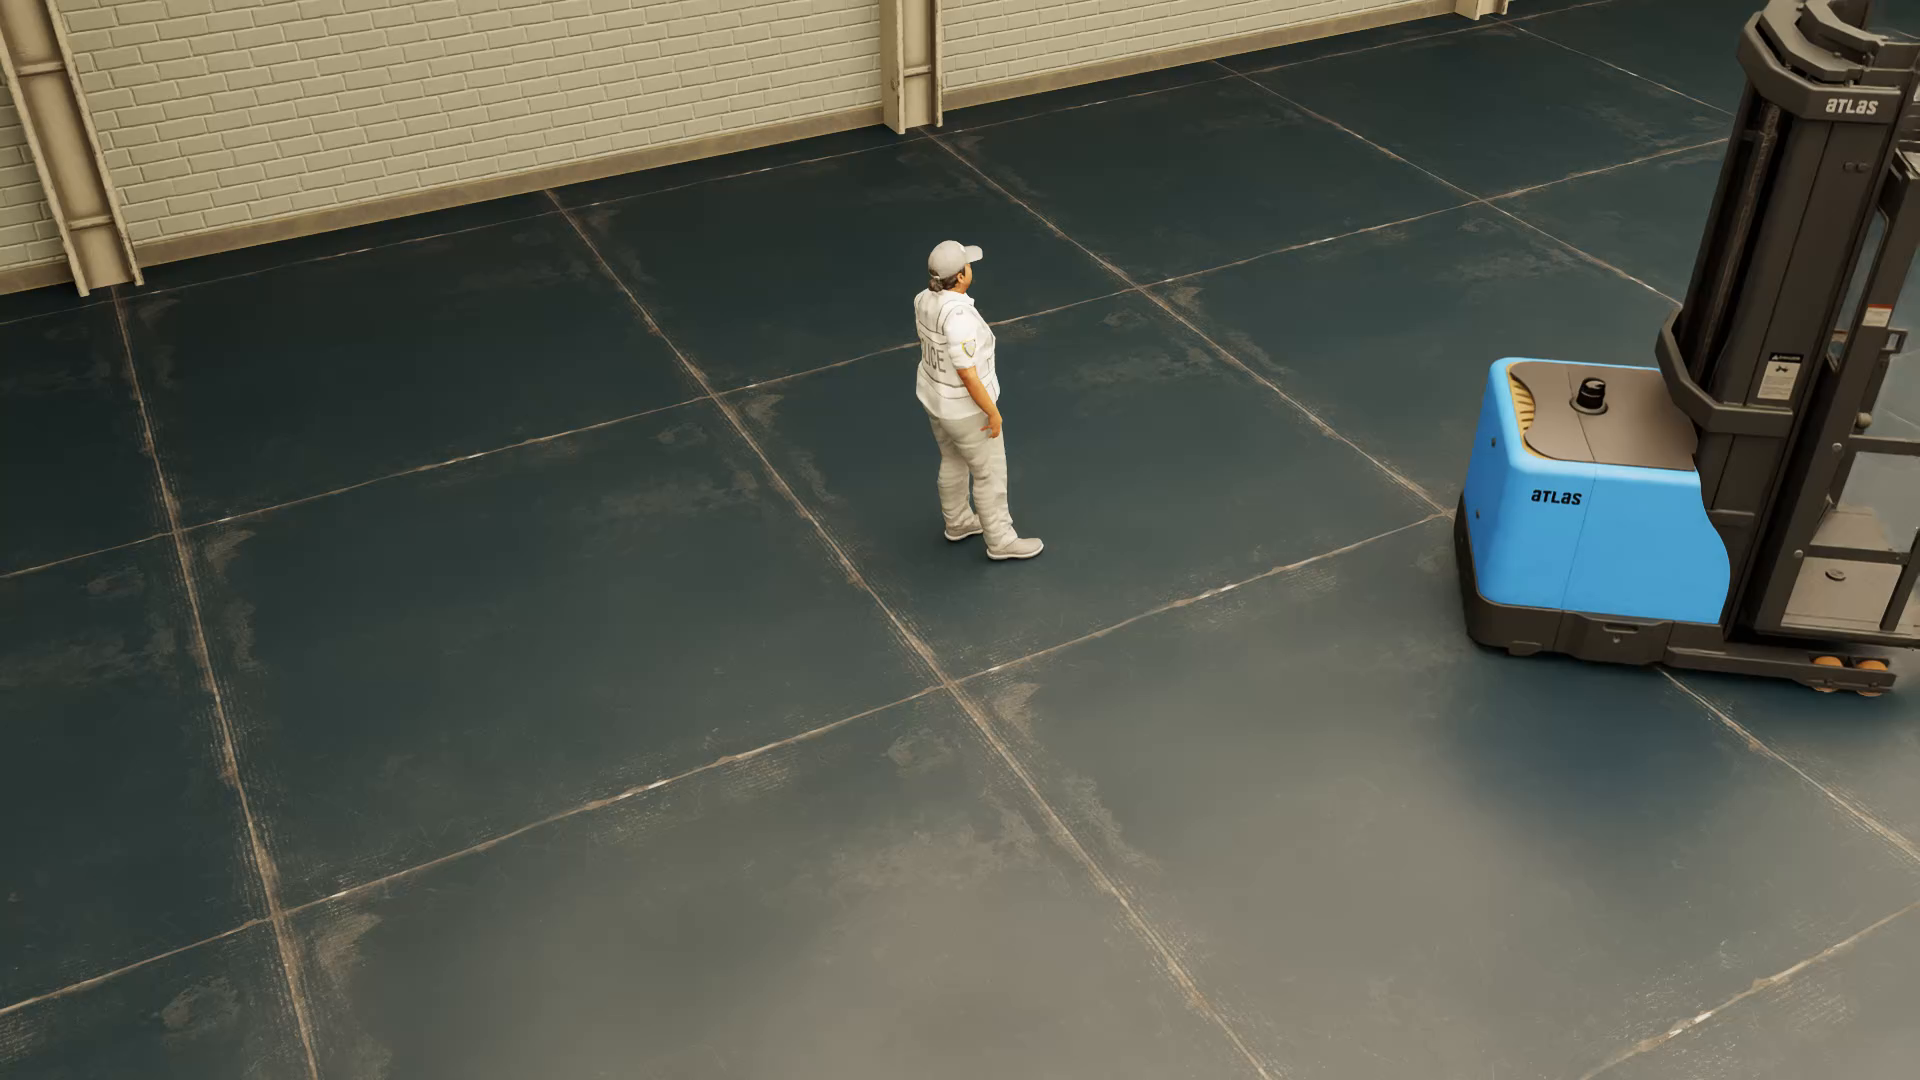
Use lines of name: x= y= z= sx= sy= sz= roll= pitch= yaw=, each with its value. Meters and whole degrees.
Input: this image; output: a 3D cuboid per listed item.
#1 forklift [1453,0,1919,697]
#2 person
forklift: x=3.982 y=-0.808 z=7.266 sx=3.031 sy=2.935 sz=1.130 roll=5 pitch=36 yaw=7
person: x=0.078 y=-0.696 z=8.190 sx=0.529 sy=1.670 sz=0.598 roll=-17 pitch=39 yaw=-23
